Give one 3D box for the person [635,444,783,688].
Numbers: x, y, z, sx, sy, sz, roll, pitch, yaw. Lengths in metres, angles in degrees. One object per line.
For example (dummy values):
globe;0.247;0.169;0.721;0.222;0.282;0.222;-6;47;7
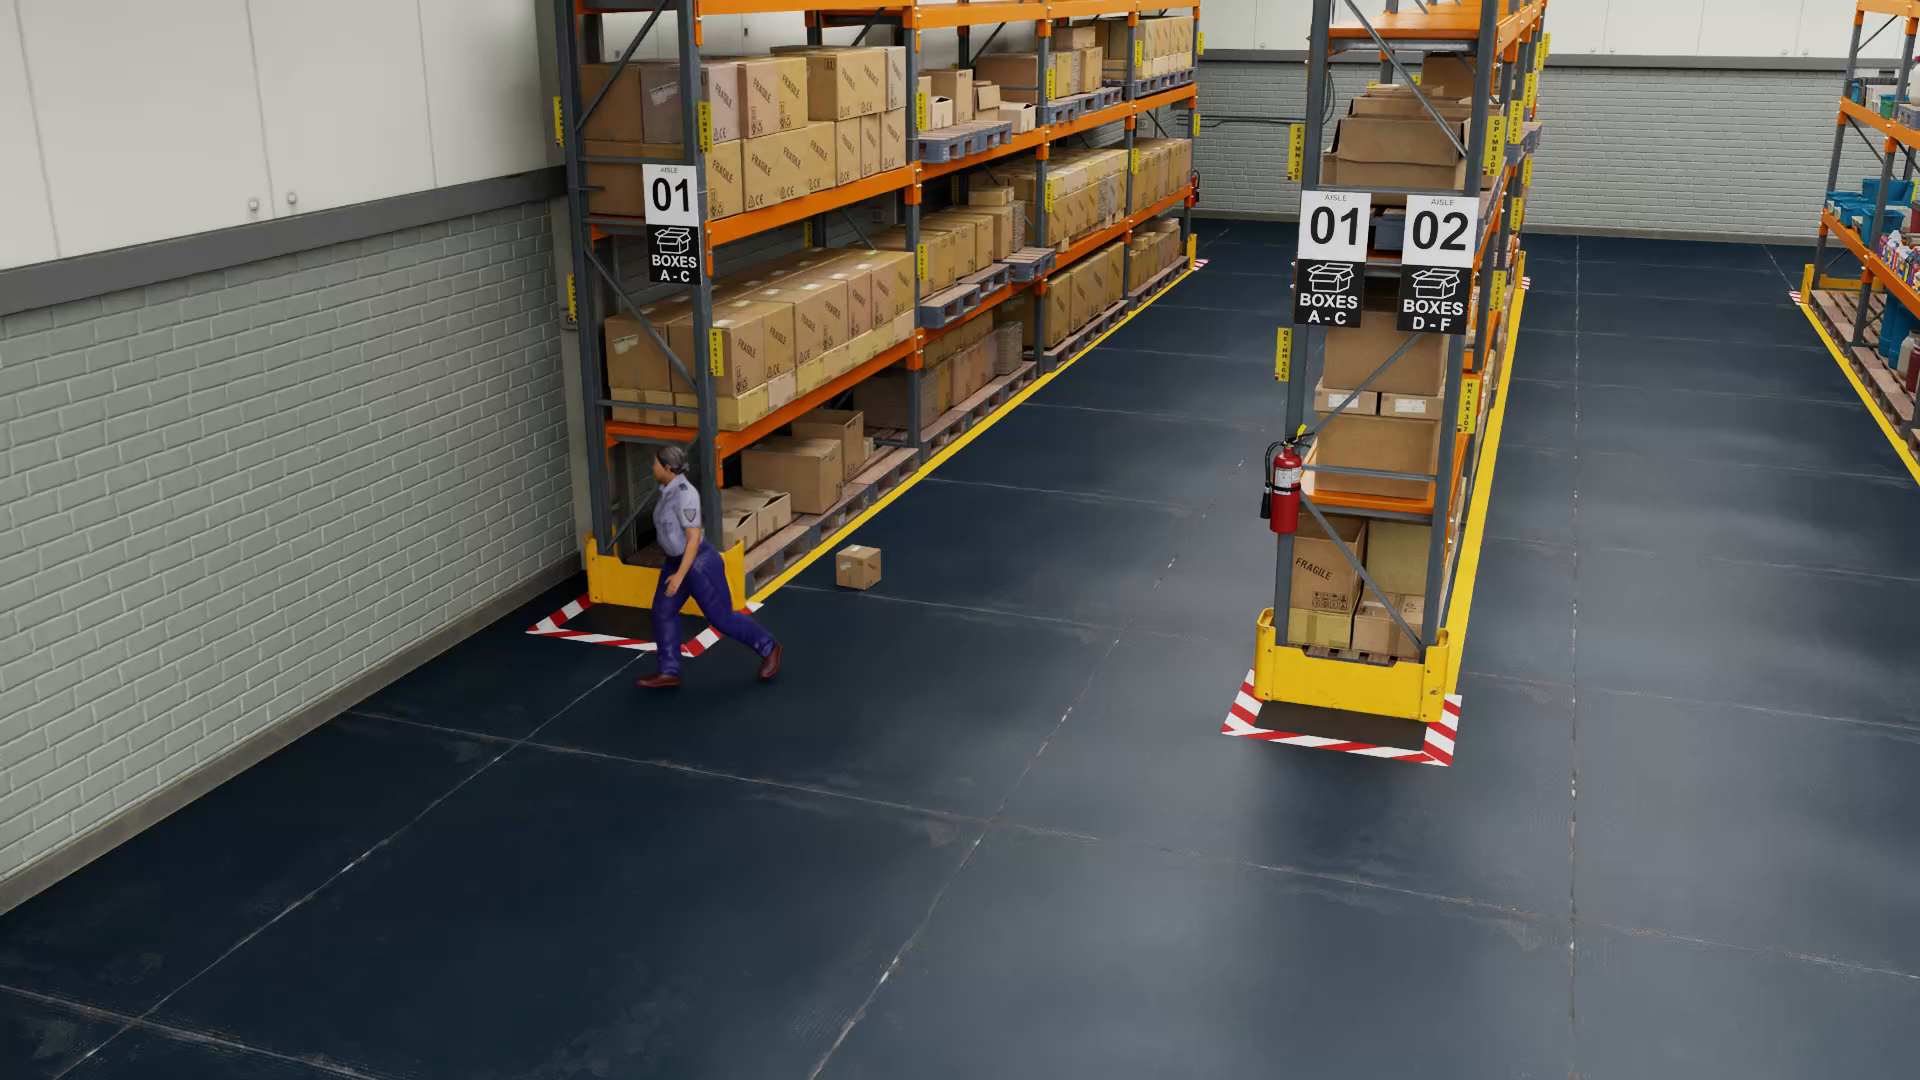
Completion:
person;-1.650;0.161;10.641;0.951;1.601;0.567;-10;21;-26
